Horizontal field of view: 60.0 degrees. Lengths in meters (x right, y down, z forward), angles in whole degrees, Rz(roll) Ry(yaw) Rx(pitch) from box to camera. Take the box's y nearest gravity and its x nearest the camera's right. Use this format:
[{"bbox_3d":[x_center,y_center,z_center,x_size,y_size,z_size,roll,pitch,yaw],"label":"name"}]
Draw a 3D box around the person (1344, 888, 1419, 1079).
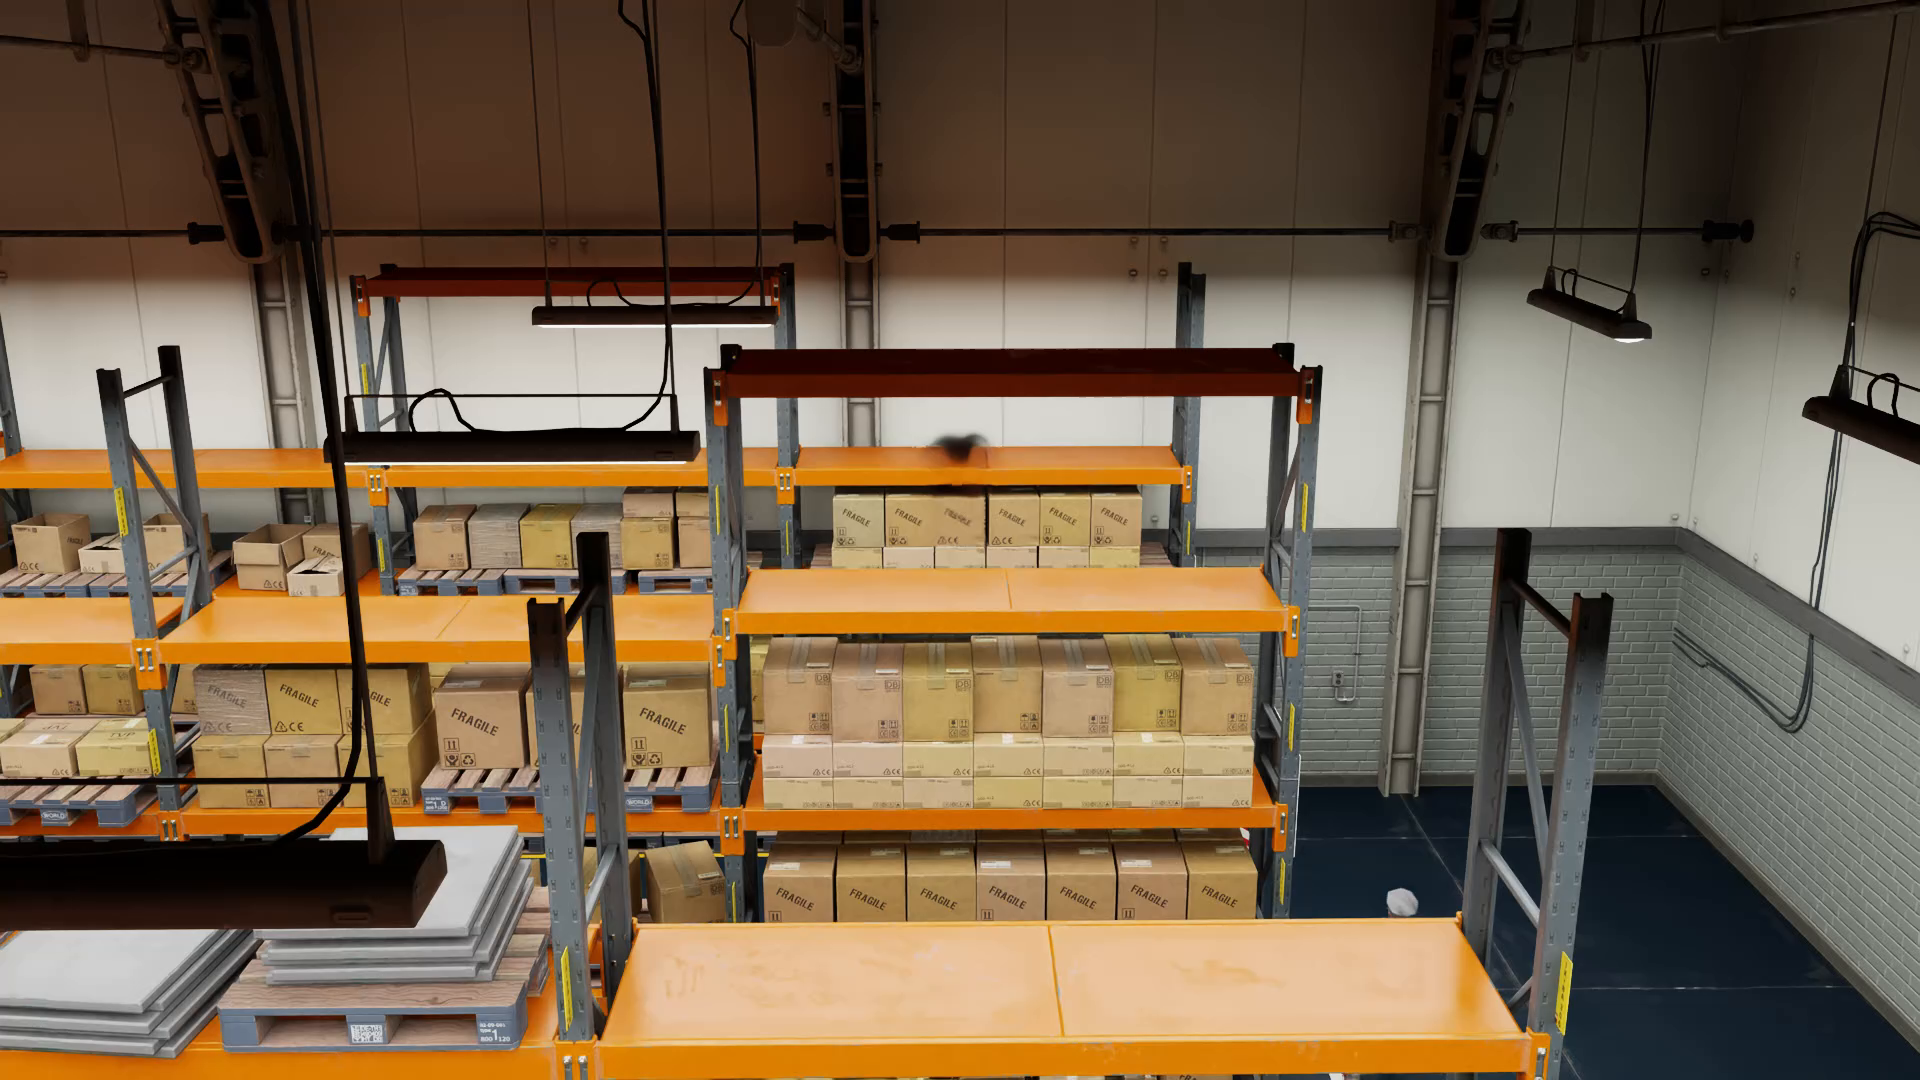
[{"bbox_3d":[3.408,3.538,13.288,0.621,1.744,0.910,10,19,32],"label":"person"}]
